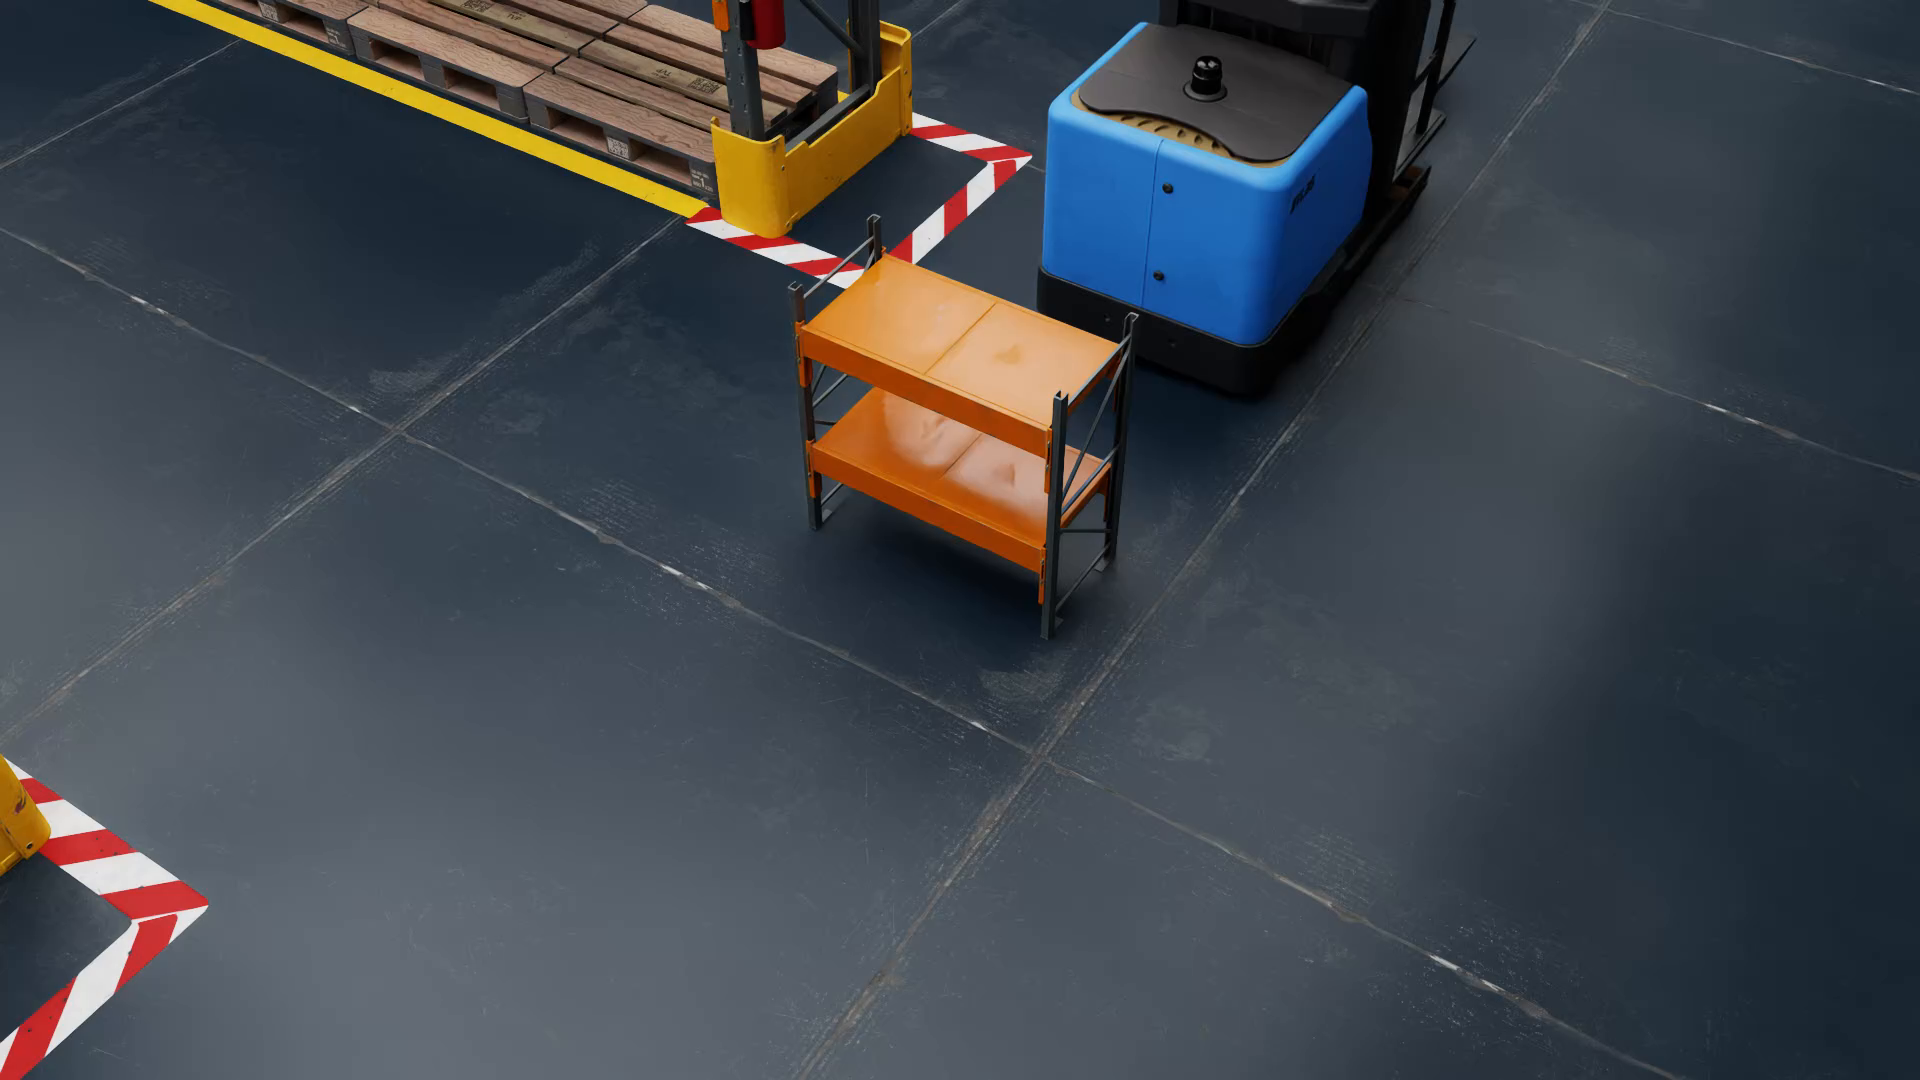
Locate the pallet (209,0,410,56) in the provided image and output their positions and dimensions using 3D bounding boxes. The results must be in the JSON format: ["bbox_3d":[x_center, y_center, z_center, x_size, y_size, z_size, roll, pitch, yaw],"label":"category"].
[{"bbox_3d":[-3.423,-3.137,9.151,1.213,0.211,1.003,25,51,22],"label":"pallet"}]

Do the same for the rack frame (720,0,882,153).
[{"bbox_3d":[-0.696,-2.821,6.900,0.127,3.000,1.000,25,51,22],"label":"rack frame"}]

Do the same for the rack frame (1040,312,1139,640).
[{"bbox_3d":[0.434,-0.193,5.653,0.032,1.125,0.500,25,51,22],"label":"rack frame"}]

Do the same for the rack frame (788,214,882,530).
[{"bbox_3d":[-0.422,-0.586,6.035,0.032,1.125,0.500,25,51,22],"label":"rack frame"}]

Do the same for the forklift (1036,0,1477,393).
[{"bbox_3d":[1.537,-2.655,6.786,1.130,2.935,3.031,24,51,22],"label":"forklift"}]

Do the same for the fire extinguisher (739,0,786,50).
[{"bbox_3d":[-0.814,-2.332,6.738,0.183,0.674,0.296,25,51,22],"label":"fire extinguisher"}]

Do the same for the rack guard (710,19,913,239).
[{"bbox_3d":[-0.669,-1.949,7.795,0.348,0.500,1.175,25,51,22],"label":"rack guard"}]

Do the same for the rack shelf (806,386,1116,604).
[{"bbox_3d":[0.006,-0.219,6.019,1.000,0.278,0.538,25,51,22],"label":"rack shelf"}]

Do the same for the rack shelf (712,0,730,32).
[{"bbox_3d":[-2.379,-3.345,7.910,4.000,0.370,1.077,25,51,22],"label":"rack shelf"}]

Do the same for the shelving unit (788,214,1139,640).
[{"bbox_3d":[0.006,-0.389,5.844,1.048,1.125,0.538,25,51,22],"label":"shelving unit"}]

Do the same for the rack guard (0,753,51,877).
[{"bbox_3d":[-3.349,1.049,4.882,0.348,0.500,1.175,25,51,22],"label":"rack guard"}]

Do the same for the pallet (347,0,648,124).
[{"bbox_3d":[-2.392,-2.665,8.693,1.213,0.211,1.003,25,51,22],"label":"pallet"}]

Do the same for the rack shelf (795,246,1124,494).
[{"bbox_3d":[0.006,-0.593,5.634,1.000,0.278,0.538,25,51,22],"label":"rack shelf"}]

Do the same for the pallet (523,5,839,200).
[{"bbox_3d":[-1.369,-2.192,8.233,1.213,0.211,1.003,25,51,22],"label":"pallet"}]
